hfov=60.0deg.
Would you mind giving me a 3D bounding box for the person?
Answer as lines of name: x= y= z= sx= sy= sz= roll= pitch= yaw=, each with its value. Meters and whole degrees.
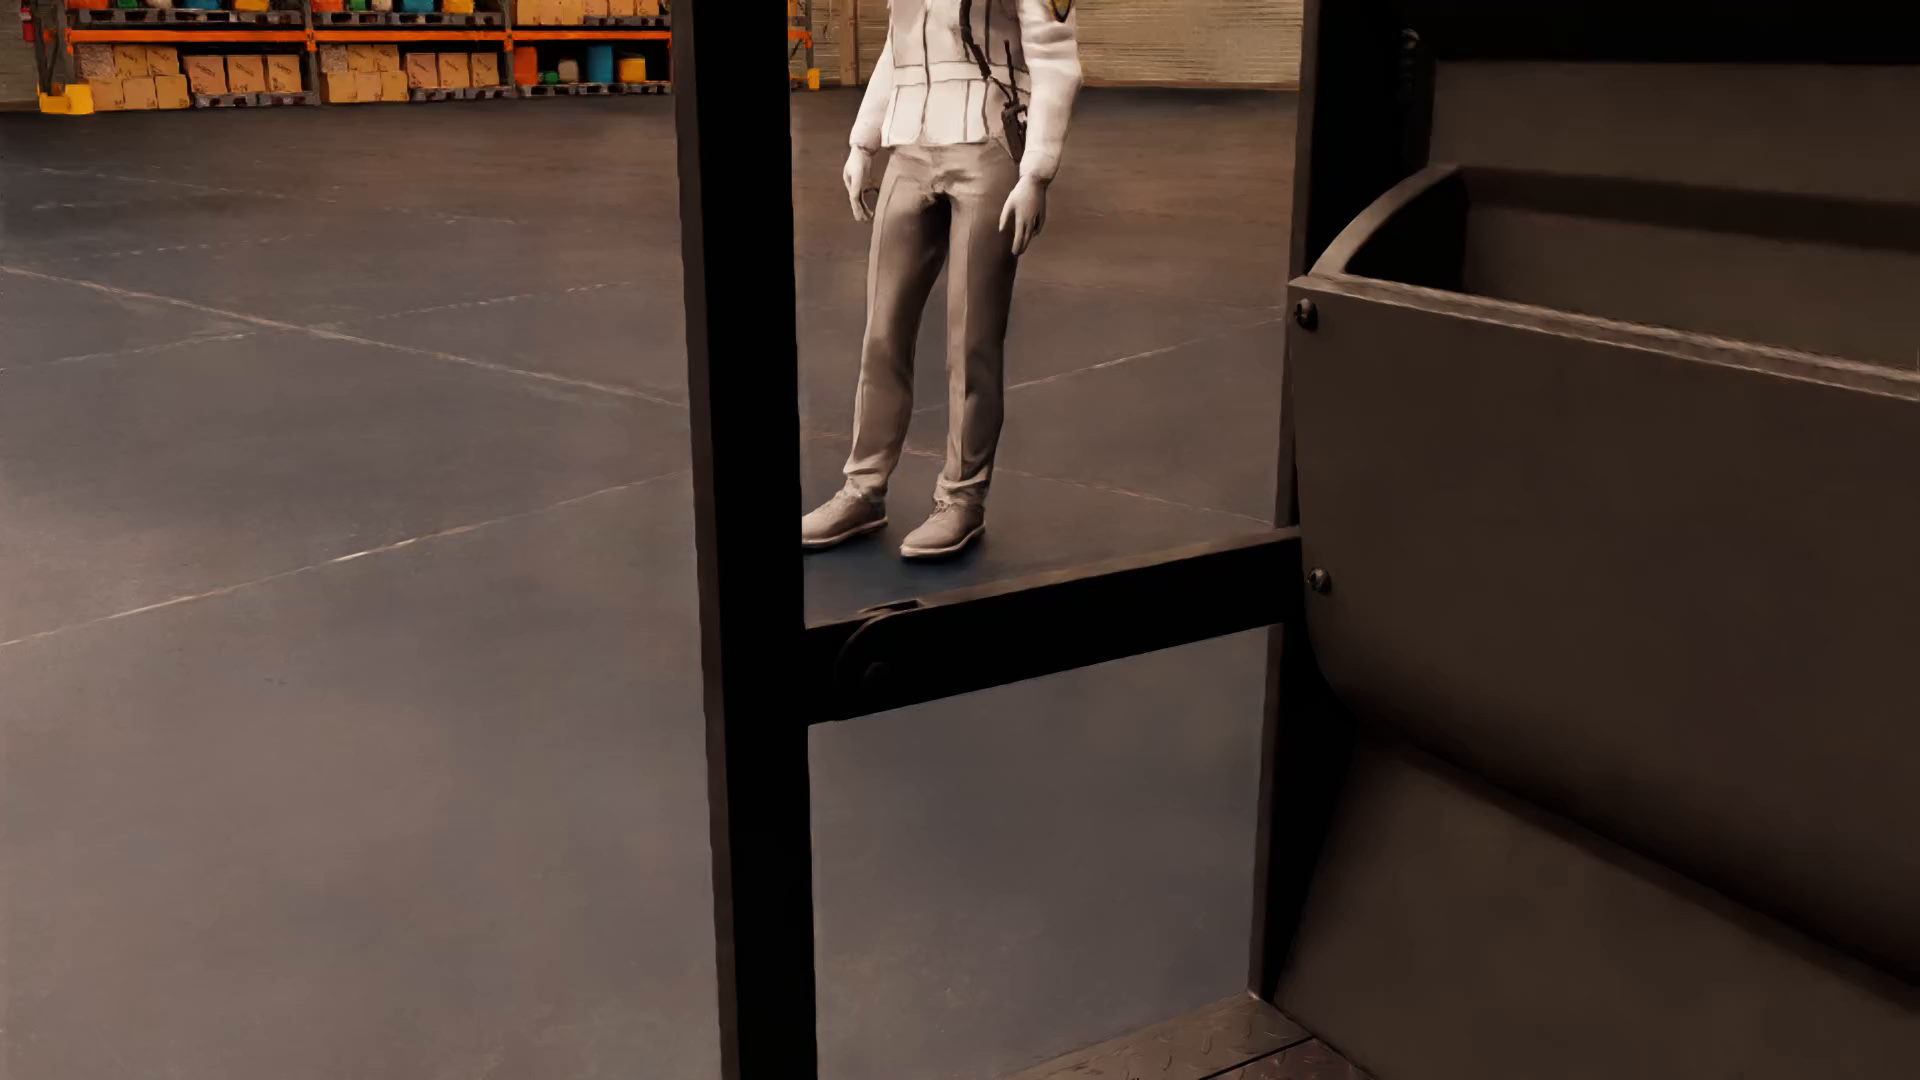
person: x=-0.049 y=-0.804 z=3.648 sx=0.586 sy=1.695 sz=0.532 roll=13 pitch=21 yaw=37
